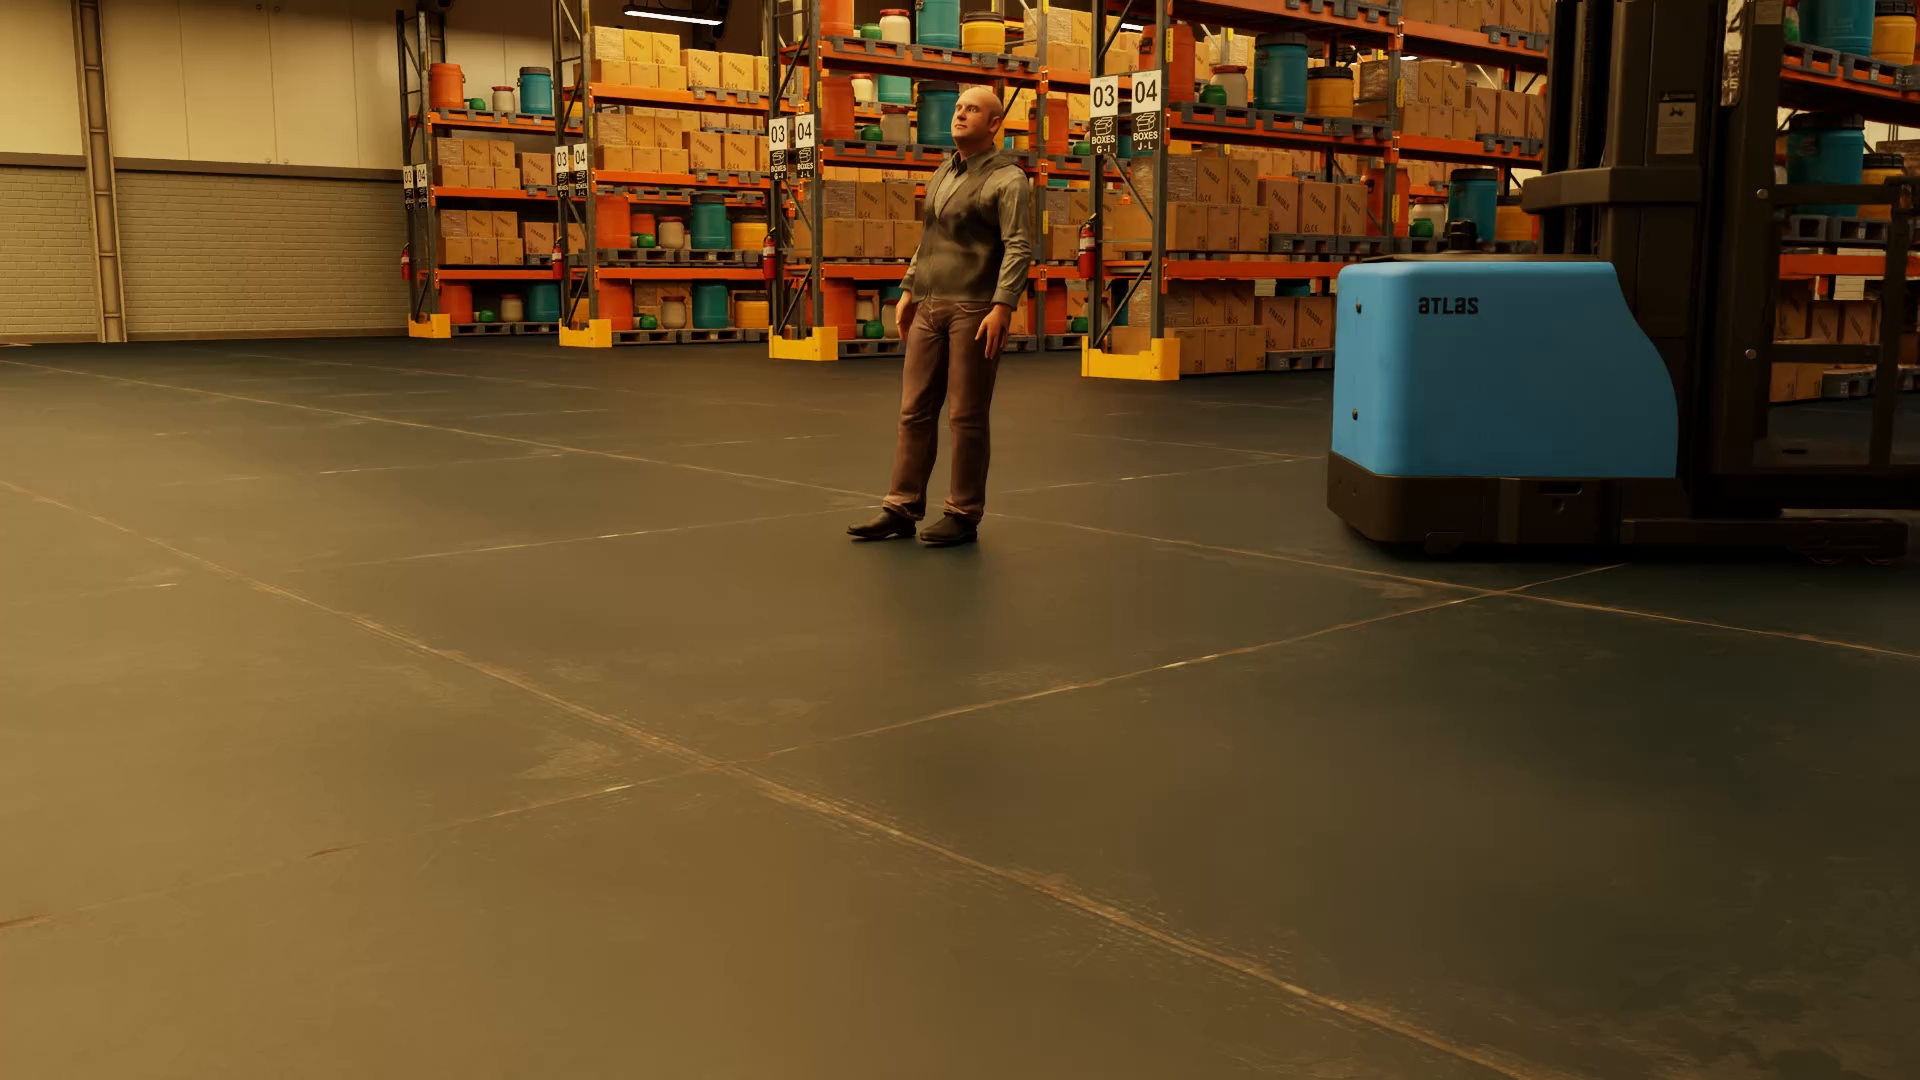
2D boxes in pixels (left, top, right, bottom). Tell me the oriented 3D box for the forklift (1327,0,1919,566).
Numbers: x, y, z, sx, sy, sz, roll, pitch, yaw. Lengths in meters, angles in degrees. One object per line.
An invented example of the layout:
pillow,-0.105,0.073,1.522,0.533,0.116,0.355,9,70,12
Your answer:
forklift,3.030,-1.439,6.255,3.031,2.935,1.130,0,9,2

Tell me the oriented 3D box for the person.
person,-0.052,-0.852,6.373,0.568,1.720,0.632,-8,12,-40
